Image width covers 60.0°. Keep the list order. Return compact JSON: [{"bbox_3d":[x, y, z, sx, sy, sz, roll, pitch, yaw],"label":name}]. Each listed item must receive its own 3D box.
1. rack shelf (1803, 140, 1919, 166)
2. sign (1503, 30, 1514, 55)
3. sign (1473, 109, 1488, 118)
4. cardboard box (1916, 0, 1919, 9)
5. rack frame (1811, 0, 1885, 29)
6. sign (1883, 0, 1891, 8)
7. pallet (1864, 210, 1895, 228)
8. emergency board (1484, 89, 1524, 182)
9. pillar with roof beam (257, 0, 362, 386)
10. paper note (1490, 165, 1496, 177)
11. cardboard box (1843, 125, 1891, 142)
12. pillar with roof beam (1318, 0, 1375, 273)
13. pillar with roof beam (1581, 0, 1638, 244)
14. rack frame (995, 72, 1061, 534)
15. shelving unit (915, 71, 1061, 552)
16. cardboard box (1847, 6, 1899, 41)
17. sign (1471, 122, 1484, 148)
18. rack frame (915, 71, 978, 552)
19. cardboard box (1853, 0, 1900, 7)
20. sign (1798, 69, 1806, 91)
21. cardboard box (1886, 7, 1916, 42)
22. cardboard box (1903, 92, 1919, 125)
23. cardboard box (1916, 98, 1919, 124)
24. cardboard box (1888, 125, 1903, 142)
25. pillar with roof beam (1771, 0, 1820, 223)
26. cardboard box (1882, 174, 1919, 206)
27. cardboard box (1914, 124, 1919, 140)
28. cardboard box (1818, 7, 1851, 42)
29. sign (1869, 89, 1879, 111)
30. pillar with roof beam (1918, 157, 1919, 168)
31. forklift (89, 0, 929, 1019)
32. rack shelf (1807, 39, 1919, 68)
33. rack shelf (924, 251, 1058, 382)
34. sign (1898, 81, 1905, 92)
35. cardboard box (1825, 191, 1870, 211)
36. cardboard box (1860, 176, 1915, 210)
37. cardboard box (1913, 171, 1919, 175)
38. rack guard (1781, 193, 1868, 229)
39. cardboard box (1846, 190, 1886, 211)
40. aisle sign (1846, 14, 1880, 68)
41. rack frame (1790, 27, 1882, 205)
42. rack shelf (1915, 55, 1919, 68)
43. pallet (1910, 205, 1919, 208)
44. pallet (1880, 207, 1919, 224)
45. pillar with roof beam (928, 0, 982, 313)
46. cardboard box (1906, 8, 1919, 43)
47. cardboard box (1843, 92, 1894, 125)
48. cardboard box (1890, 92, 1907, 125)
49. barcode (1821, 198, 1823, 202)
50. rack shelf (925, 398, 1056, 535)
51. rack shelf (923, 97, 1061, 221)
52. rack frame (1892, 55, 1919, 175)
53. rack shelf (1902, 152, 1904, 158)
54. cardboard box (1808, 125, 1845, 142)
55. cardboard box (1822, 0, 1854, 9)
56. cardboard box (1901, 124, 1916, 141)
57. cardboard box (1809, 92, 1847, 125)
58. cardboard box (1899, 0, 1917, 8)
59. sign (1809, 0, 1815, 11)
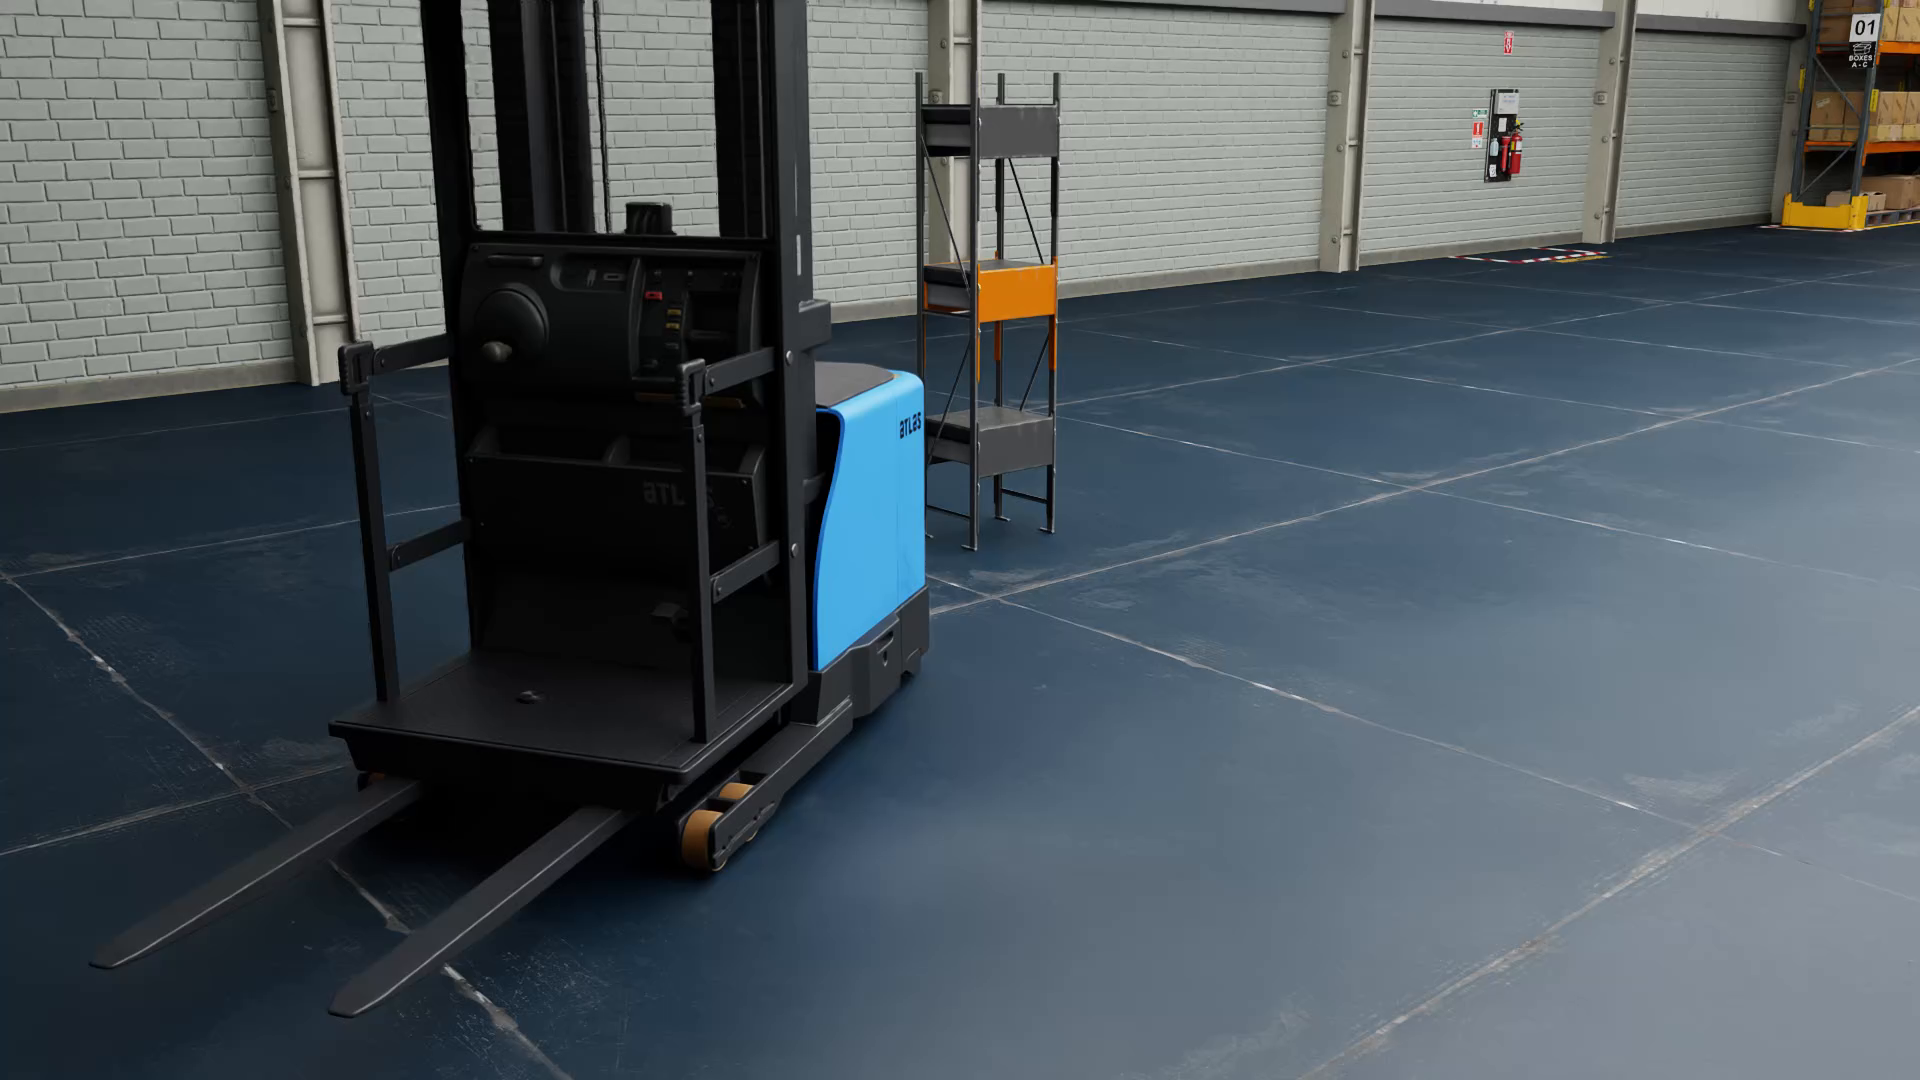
[{"bbox_3d":[15.080,-6.379,27.214,4.000,0.370,1.077,-13,19,-39],"label":"rack shelf"},{"bbox_3d":[7.044,-6.385,21.351,0.199,0.298,0.001,-13,19,-39],"label":"sign"},{"bbox_3d":[6.640,-5.446,21.230,0.331,0.109,0.001,-13,19,-39],"label":"sign"},{"bbox_3d":[14.812,-8.560,26.003,0.500,0.500,0.500,-12,19,-38],"label":"cardboard box"},{"bbox_3d":[13.571,-9.286,25.079,0.127,3.000,1.000,-13,19,-39],"label":"rack frame"},{"bbox_3d":[13.927,-8.154,24.958,0.005,0.325,0.100,-13,19,-39],"label":"sign"},{"bbox_3d":[14.264,-5.184,26.750,1.213,0.211,1.003,-13,19,-39],"label":"pallet"},{"bbox_3d":[7.116,-5.247,21.583,0.643,1.169,0.194,-13,19,-39],"label":"emergency board"},{"bbox_3d":[-1.748,-4.670,7.795,0.400,9.000,9.100,-13,19,-39],"label":"pillar with roof beam"},{"bbox_3d":[6.937,-4.805,21.634,0.142,0.148,0.016,-13,19,-39],"label":"paper note"},{"bbox_3d":[14.147,-6.346,25.948,0.500,0.250,0.500,-13,20,-41],"label":"cardboard box"},{"bbox_3d":[7.305,-6.703,15.405,0.400,9.000,9.100,-13,19,-39],"label":"pillar with roof beam"},{"bbox_3d":[11.831,-7.719,19.210,0.400,9.000,9.100,-13,19,-39],"label":"pillar with roof beam"},{"bbox_3d":[0.309,-1.084,7.739,0.015,2.100,0.400,-13,19,-39],"label":"rack frame"},{"bbox_3d":[0.125,-1.042,7.584,0.503,2.100,0.431,-13,19,-39],"label":"shelving unit"},{"bbox_3d":[13.987,-7.903,25.480,0.500,0.500,0.500,-12,19,-38],"label":"cardboard box"},{"bbox_3d":[6.631,-5.191,21.302,0.234,0.329,0.001,-13,19,-39],"label":"sign"},{"bbox_3d":[-0.059,-1.001,7.429,0.015,2.100,0.400,-13,19,-39],"label":"rack frame"},{"bbox_3d":[14.021,-8.396,25.389,0.500,0.500,0.500,14,21,43],"label":"cardboard box"},{"bbox_3d":[13.222,-7.212,26.080,0.005,0.325,0.100,-13,19,-39],"label":"sign"},{"bbox_3d":[14.416,-7.987,25.795,0.500,0.500,0.500,-11,19,-36],"label":"cardboard box"},{"bbox_3d":[14.902,-6.878,26.486,0.500,0.500,0.500,-13,20,-41],"label":"cardboard box"},{"bbox_3d":[15.283,-6.968,26.822,0.500,0.500,0.500,-12,19,-38],"label":"cardboard box"},{"bbox_3d":[14.530,-6.437,26.287,0.500,0.250,0.500,-13,20,-41],"label":"cardboard box"},{"bbox_3d":[16.357,-8.735,23.015,0.400,9.000,9.100,-13,19,-39],"label":"pillar with roof beam"},{"bbox_3d":[15.832,-5.887,27.968,0.500,0.500,0.500,14,21,43],"label":"cardboard box"},{"bbox_3d":[15.301,-6.607,26.925,0.500,0.250,0.500,-12,19,-39],"label":"cardboard box"},{"bbox_3d":[13.719,-8.015,25.899,0.500,0.500,0.500,-11,18,-35],"label":"cardboard box"},{"bbox_3d":[13.927,-6.701,25.346,0.005,0.325,0.100,-13,19,-39],"label":"sign"},{"bbox_3d":[20.883,-9.752,26.821,0.400,9.000,9.100,-13,19,-39],"label":"pillar with roof beam"},{"bbox_3d":[-1.057,-0.647,4.491,1.130,2.935,3.031,5,16,18],"label":"forklift"},{"bbox_3d":[15.080,-7.829,26.827,4.000,0.370,1.077,-13,19,-39],"label":"rack shelf"},{"bbox_3d":[0.125,-1.029,7.588,0.480,0.518,0.431,-13,19,-39],"label":"rack shelf"},{"bbox_3d":[16.221,-7.733,28.642,0.005,0.325,0.100,-13,19,-39],"label":"sign"},{"bbox_3d":[14.152,-5.401,26.516,0.500,0.311,0.500,13,20,41],"label":"cardboard box"},{"bbox_3d":[15.168,-5.704,27.282,0.500,0.500,0.700,-14,21,-43],"label":"cardboard box"},{"bbox_3d":[17.133,-6.198,29.134,0.500,0.500,0.700,-12,19,-38],"label":"cardboard box"},{"bbox_3d":[13.628,-5.193,26.224,0.348,0.500,1.175,-13,19,-39],"label":"rack guard"},{"bbox_3d":[14.582,-5.498,26.878,0.500,0.311,0.500,-11,18,-35],"label":"cardboard box"},{"bbox_3d":[13.714,-7.573,25.253,0.004,0.787,0.394,-13,19,-39],"label":"aisle sign"},{"bbox_3d":[13.571,-6.388,25.853,0.127,3.000,1.000,-13,19,-39],"label":"rack frame"},{"bbox_3d":[18.097,-8.506,29.364,4.000,0.370,1.077,-13,19,-39],"label":"rack shelf"},{"bbox_3d":[16.105,-5.598,28.298,1.213,0.211,1.003,-13,19,-39],"label":"pallet"},{"bbox_3d":[15.184,-5.390,27.520,1.213,0.211,1.003,-13,19,-39],"label":"pallet"},{"bbox_3d":[2.778,-5.686,11.600,0.400,9.000,9.100,-13,19,-39],"label":"pillar with roof beam"},{"bbox_3d":[14.805,-8.076,26.127,0.500,0.500,0.500,-12,19,-37],"label":"cardboard box"},{"bbox_3d":[14.128,-6.710,25.857,0.500,0.500,0.500,-13,19,-39],"label":"cardboard box"},{"bbox_3d":[14.508,-6.792,26.163,0.500,0.500,0.500,-13,19,-39],"label":"cardboard box"},{"bbox_3d":[13.903,-5.487,26.818,0.075,0.075,0.001,-13,19,-39],"label":"barcode"},{"bbox_3d":[0.125,-0.353,7.768,0.480,0.518,0.431,-13,19,-39],"label":"rack shelf"},{"bbox_3d":[0.125,-1.706,7.407,0.480,0.518,0.431,-13,19,-39],"label":"rack shelf"},{"bbox_3d":[16.588,-7.066,28.390,0.127,3.000,1.000,-13,19,-39],"label":"rack frame"},{"bbox_3d":[18.097,-7.057,29.751,4.000,0.370,1.077,-13,19,-39],"label":"rack shelf"},{"bbox_3d":[13.796,-6.442,26.307,0.500,0.250,0.500,-12,19,-39],"label":"cardboard box"},{"bbox_3d":[13.724,-8.502,25.785,0.500,0.500,0.500,-12,19,-37],"label":"cardboard box"},{"bbox_3d":[14.918,-6.522,26.606,0.500,0.250,0.500,-13,20,-40],"label":"cardboard box"},{"bbox_3d":[13.787,-6.809,26.227,0.500,0.500,0.500,-13,20,-40],"label":"cardboard box"},{"bbox_3d":[14.432,-8.471,25.670,0.500,0.500,0.500,-13,20,-40],"label":"cardboard box"},{"bbox_3d":[13.222,-8.376,25.769,0.005,0.325,0.100,-13,19,-39],"label":"sign"}]
